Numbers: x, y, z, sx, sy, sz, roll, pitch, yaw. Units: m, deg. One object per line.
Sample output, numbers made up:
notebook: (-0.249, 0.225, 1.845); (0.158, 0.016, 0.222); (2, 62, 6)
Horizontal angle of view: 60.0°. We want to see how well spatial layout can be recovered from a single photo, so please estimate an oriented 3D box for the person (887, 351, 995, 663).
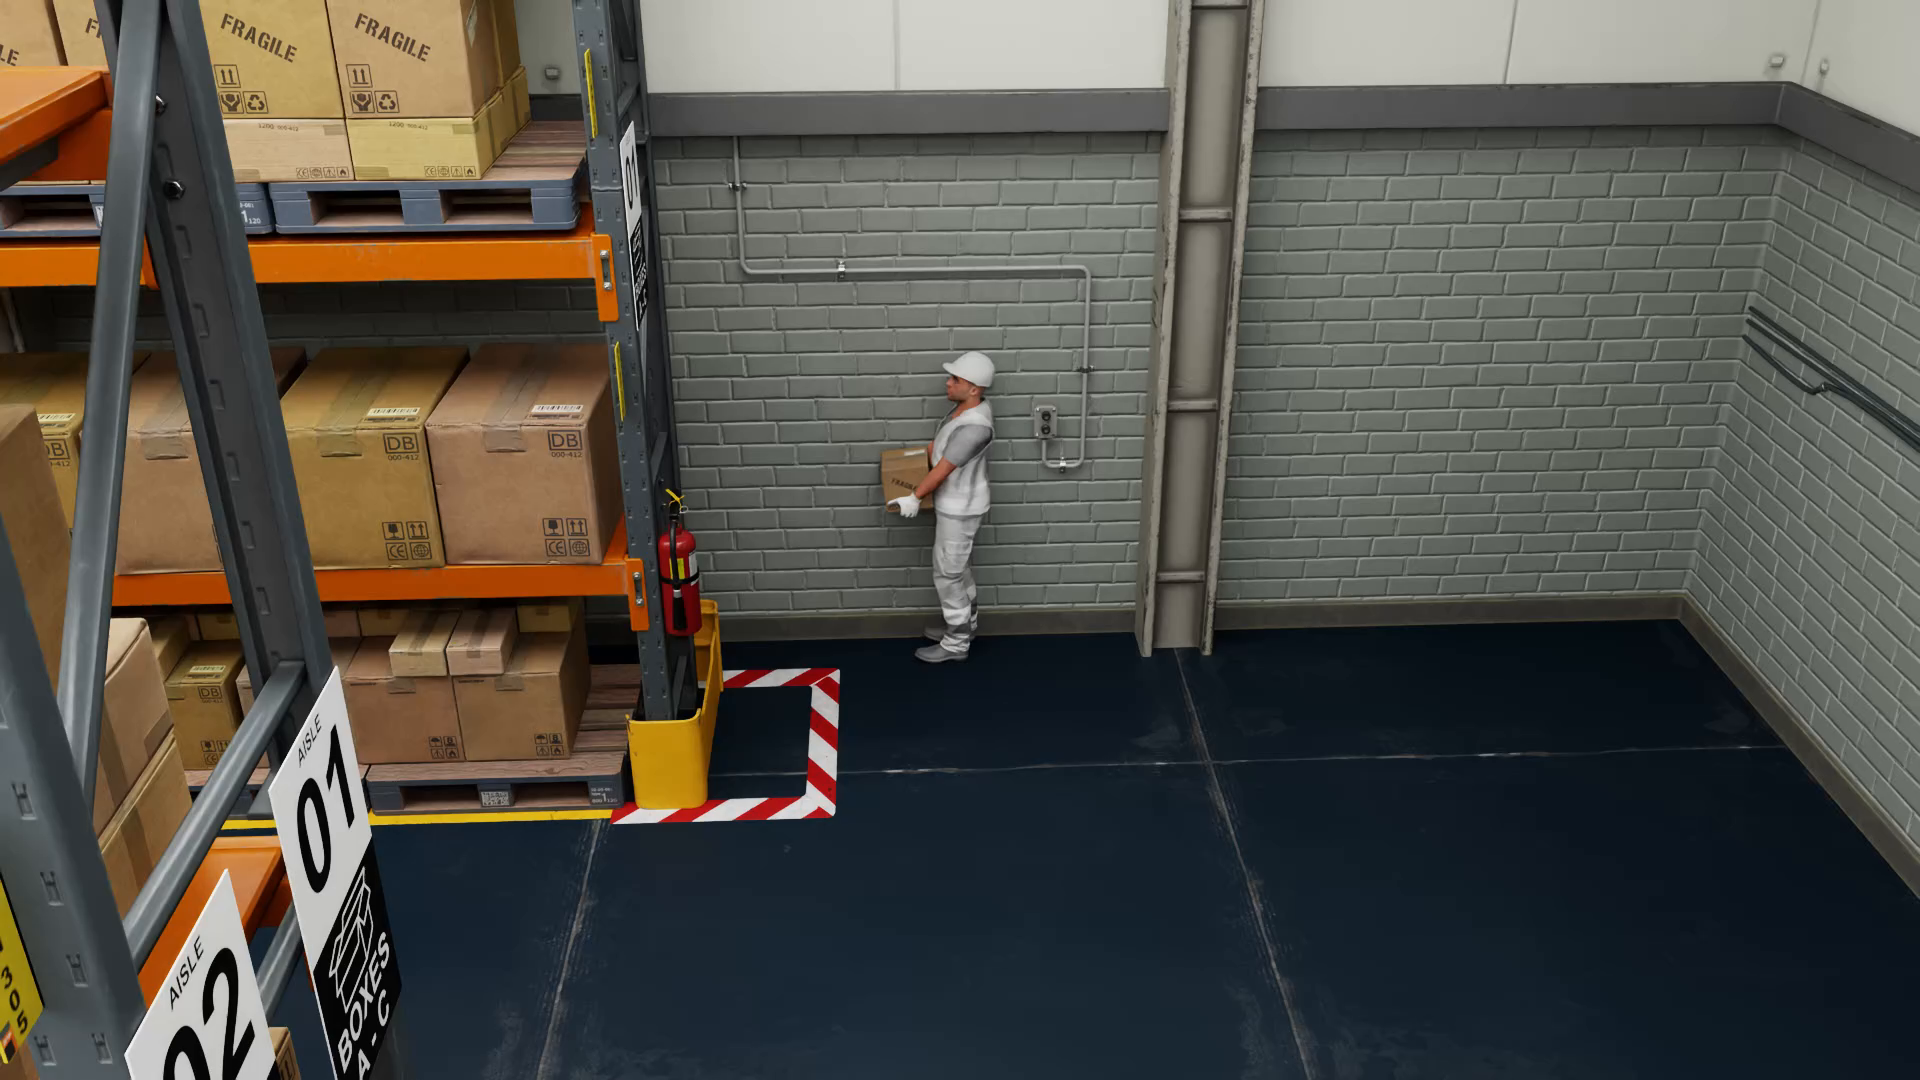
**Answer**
person: (-0.104, -0.171, 8.931); (0.572, 1.782, 0.493); (-1, 27, -1)
